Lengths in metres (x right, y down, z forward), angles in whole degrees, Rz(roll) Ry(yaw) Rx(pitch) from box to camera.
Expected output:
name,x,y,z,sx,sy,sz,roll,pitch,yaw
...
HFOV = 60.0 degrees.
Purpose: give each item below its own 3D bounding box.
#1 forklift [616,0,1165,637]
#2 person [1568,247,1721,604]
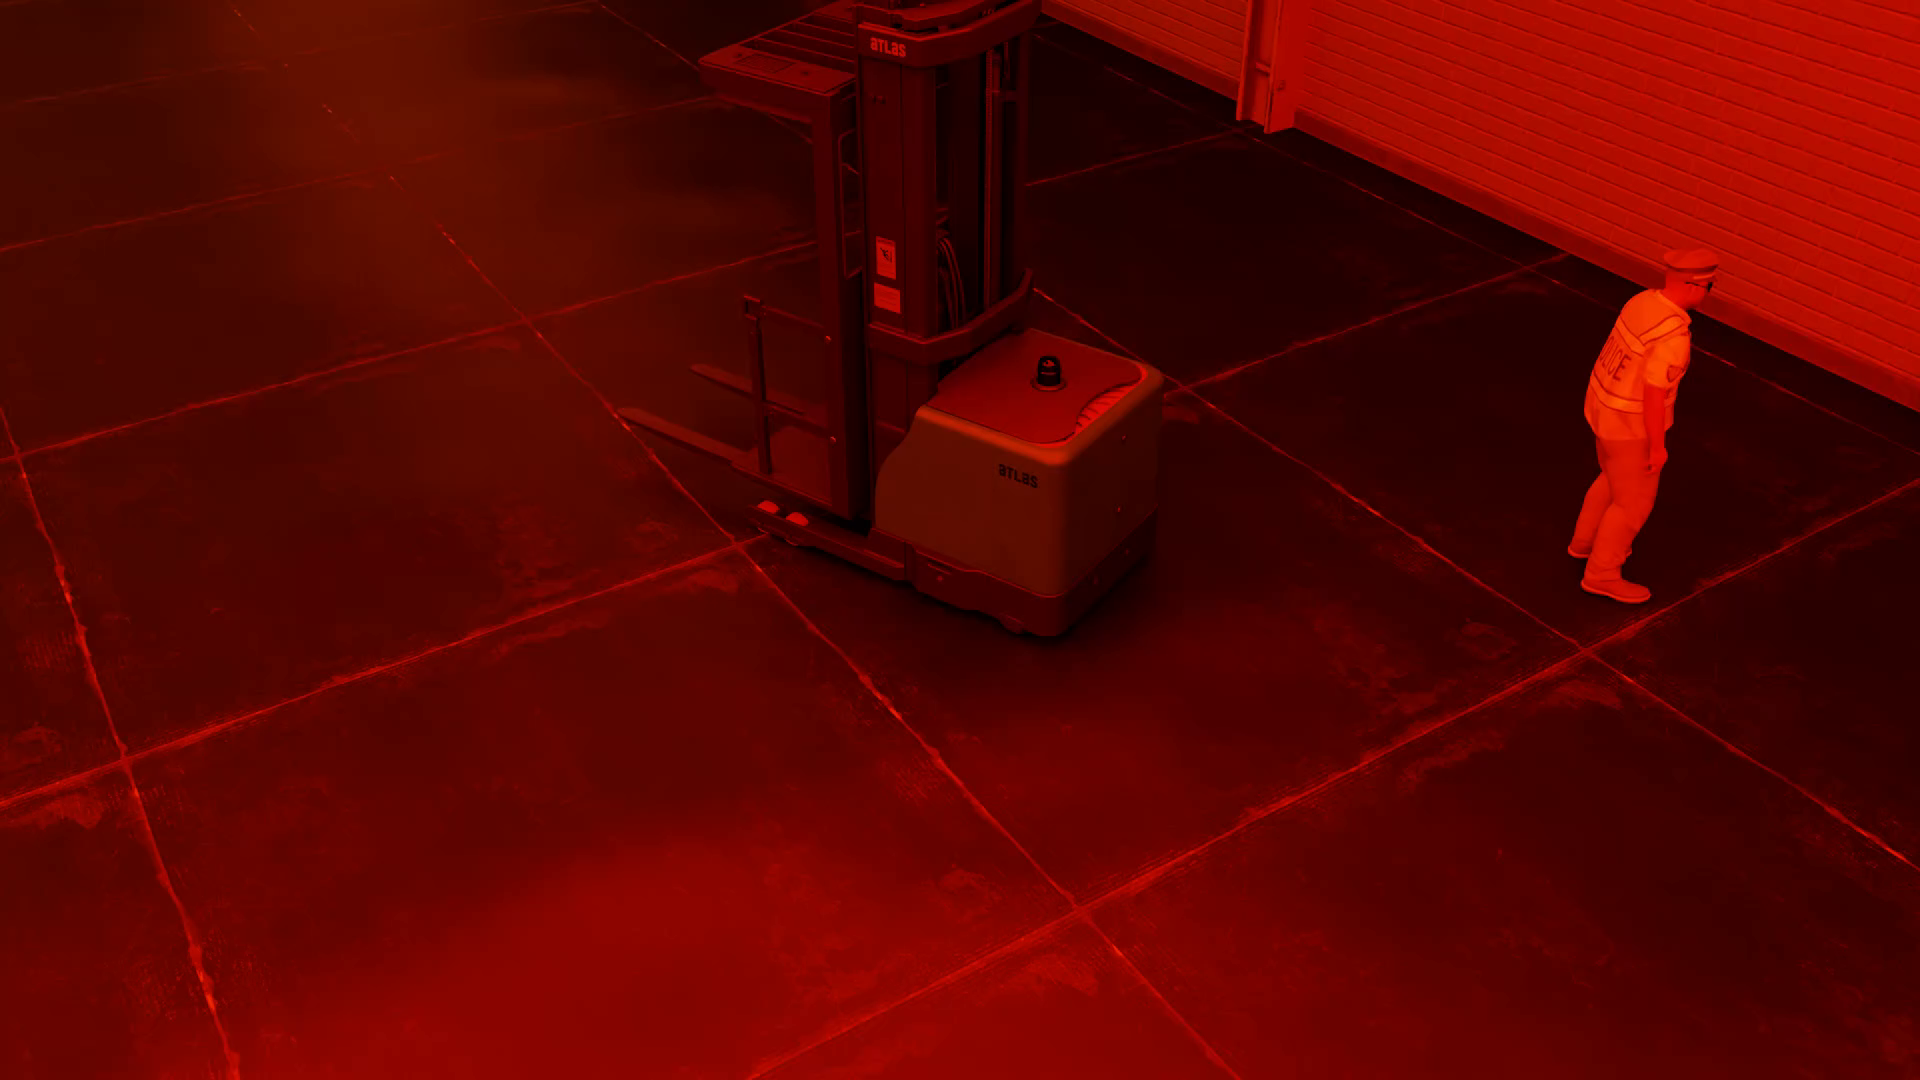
name,x,y,z,sx,sy,sz,roll,pitch,yaw
forklift,-0.500,-1.399,8.138,3.031,2.935,1.130,22,41,28
person,3.237,-0.569,7.985,0.443,1.747,0.599,2,35,2
